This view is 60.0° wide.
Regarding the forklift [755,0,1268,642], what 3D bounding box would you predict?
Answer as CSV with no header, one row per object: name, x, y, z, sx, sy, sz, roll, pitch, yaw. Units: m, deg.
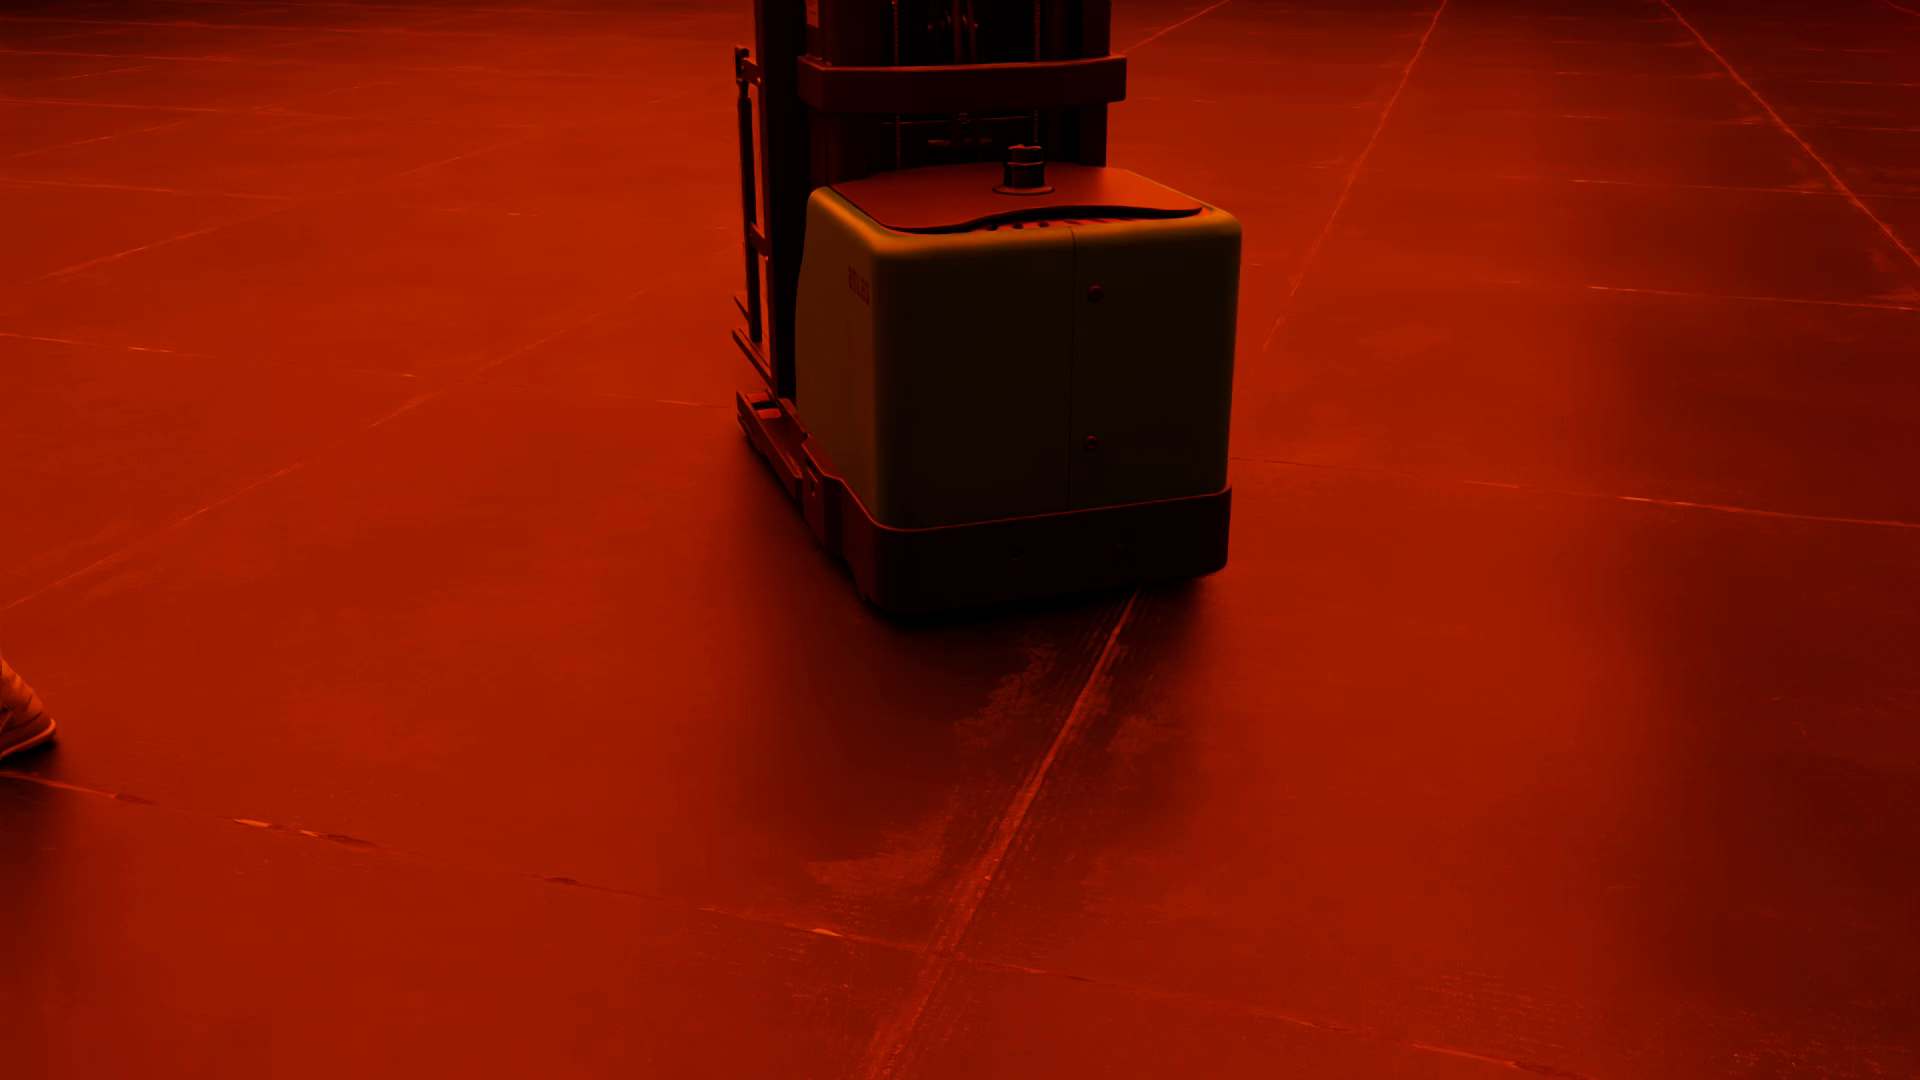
forklift,-0.085,-1.625,5.215,1.130,2.935,3.031,-6,23,-14
